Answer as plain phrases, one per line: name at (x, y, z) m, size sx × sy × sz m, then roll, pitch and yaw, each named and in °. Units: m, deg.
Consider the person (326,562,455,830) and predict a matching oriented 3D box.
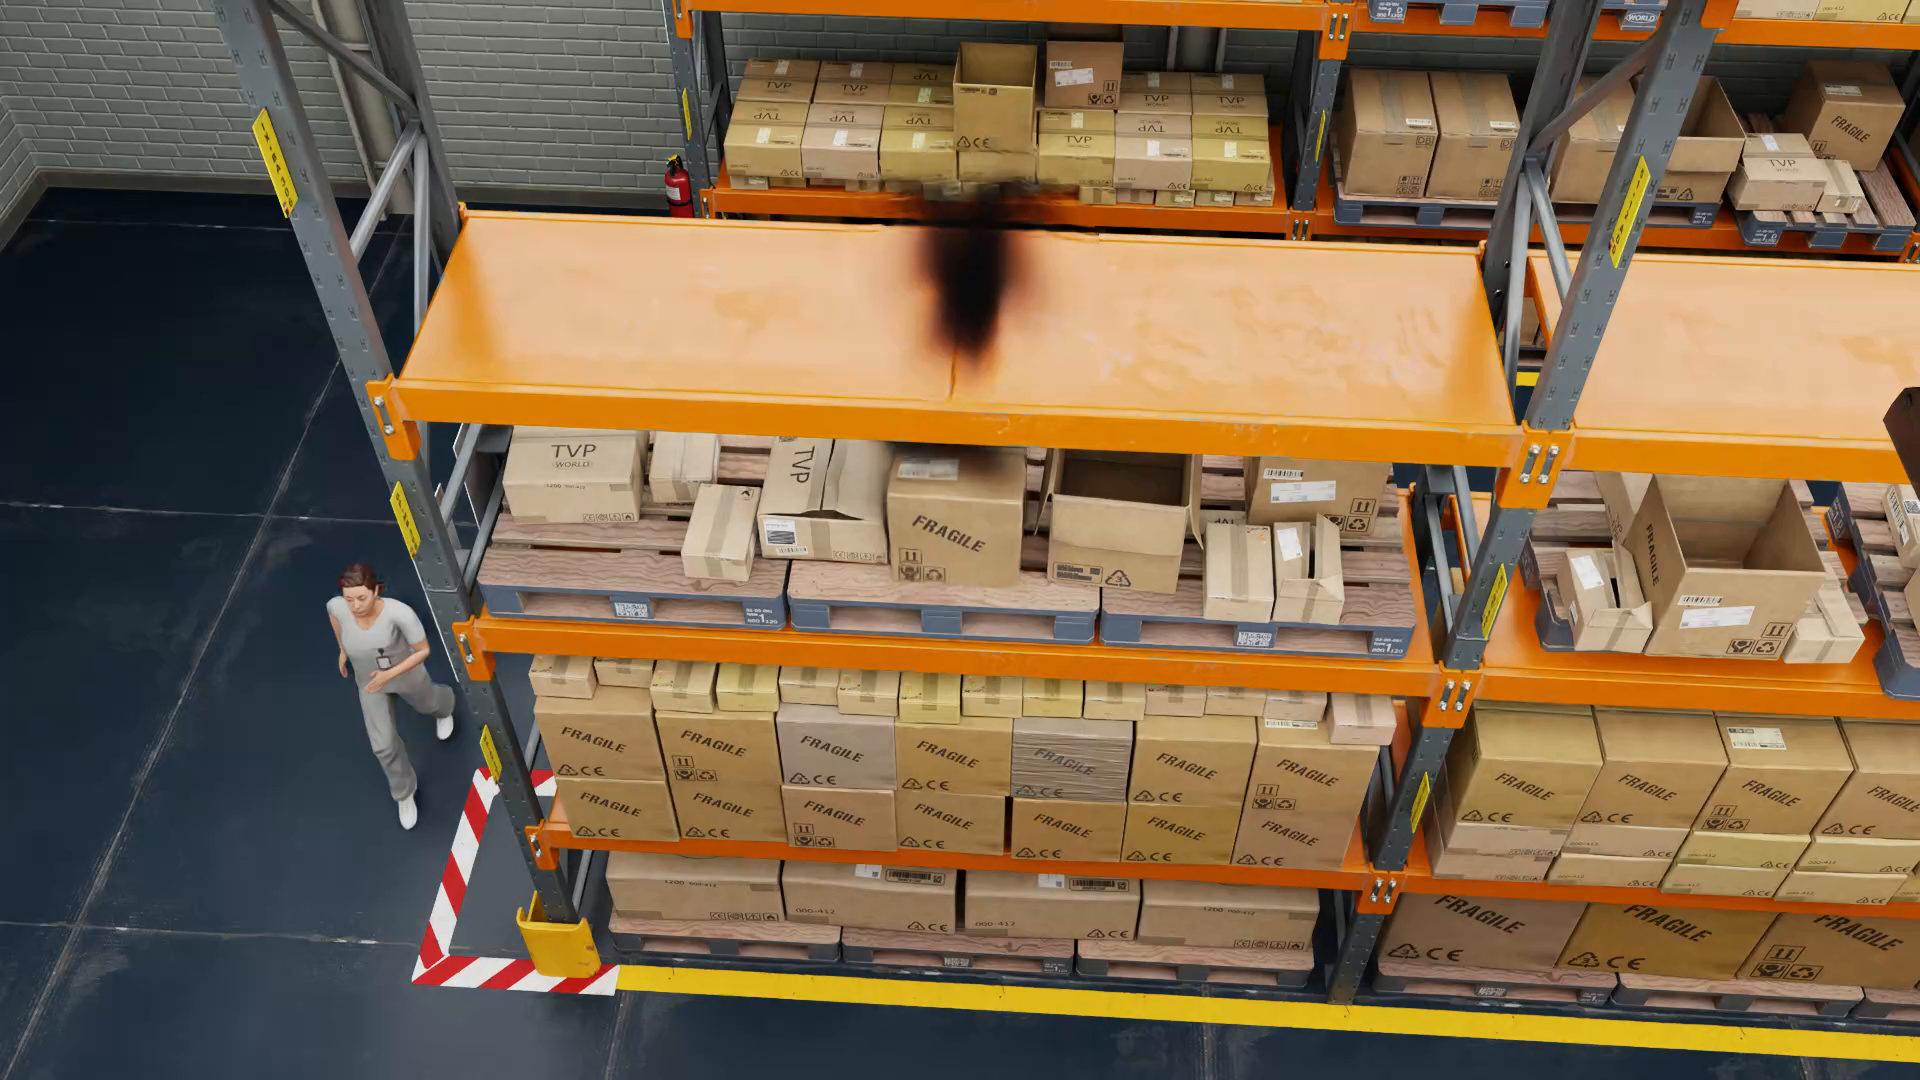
person at (-3.046, 0.734, 8.932) m, size 0.556 × 1.709 × 0.849 m, roll -3°, pitch 48°, yaw -2°
